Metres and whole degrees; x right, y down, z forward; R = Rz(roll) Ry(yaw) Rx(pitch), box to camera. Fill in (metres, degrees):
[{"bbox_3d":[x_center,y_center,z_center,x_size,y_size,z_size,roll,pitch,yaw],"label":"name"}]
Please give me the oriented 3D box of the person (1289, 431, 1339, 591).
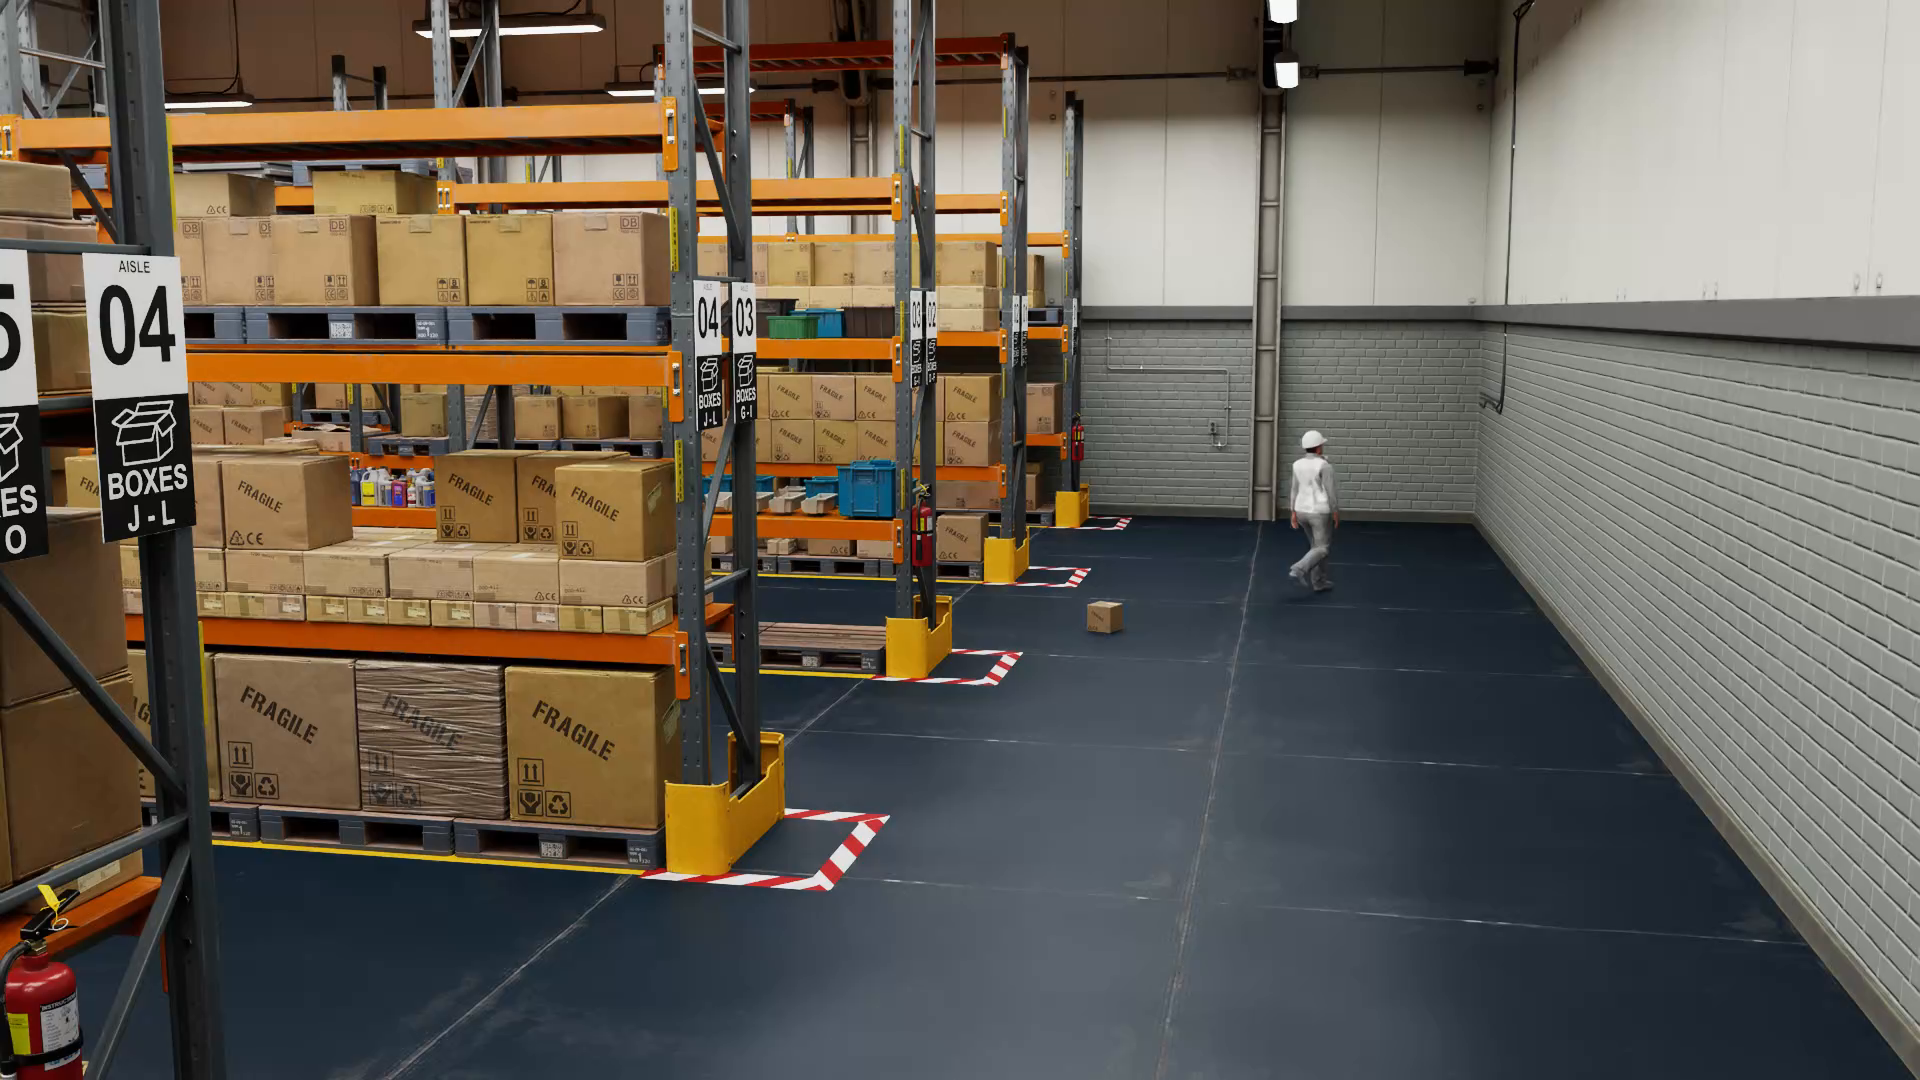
[{"bbox_3d":[3.792,-0.300,17.829,0.848,1.747,0.545,-6,10,-36],"label":"person"}]
